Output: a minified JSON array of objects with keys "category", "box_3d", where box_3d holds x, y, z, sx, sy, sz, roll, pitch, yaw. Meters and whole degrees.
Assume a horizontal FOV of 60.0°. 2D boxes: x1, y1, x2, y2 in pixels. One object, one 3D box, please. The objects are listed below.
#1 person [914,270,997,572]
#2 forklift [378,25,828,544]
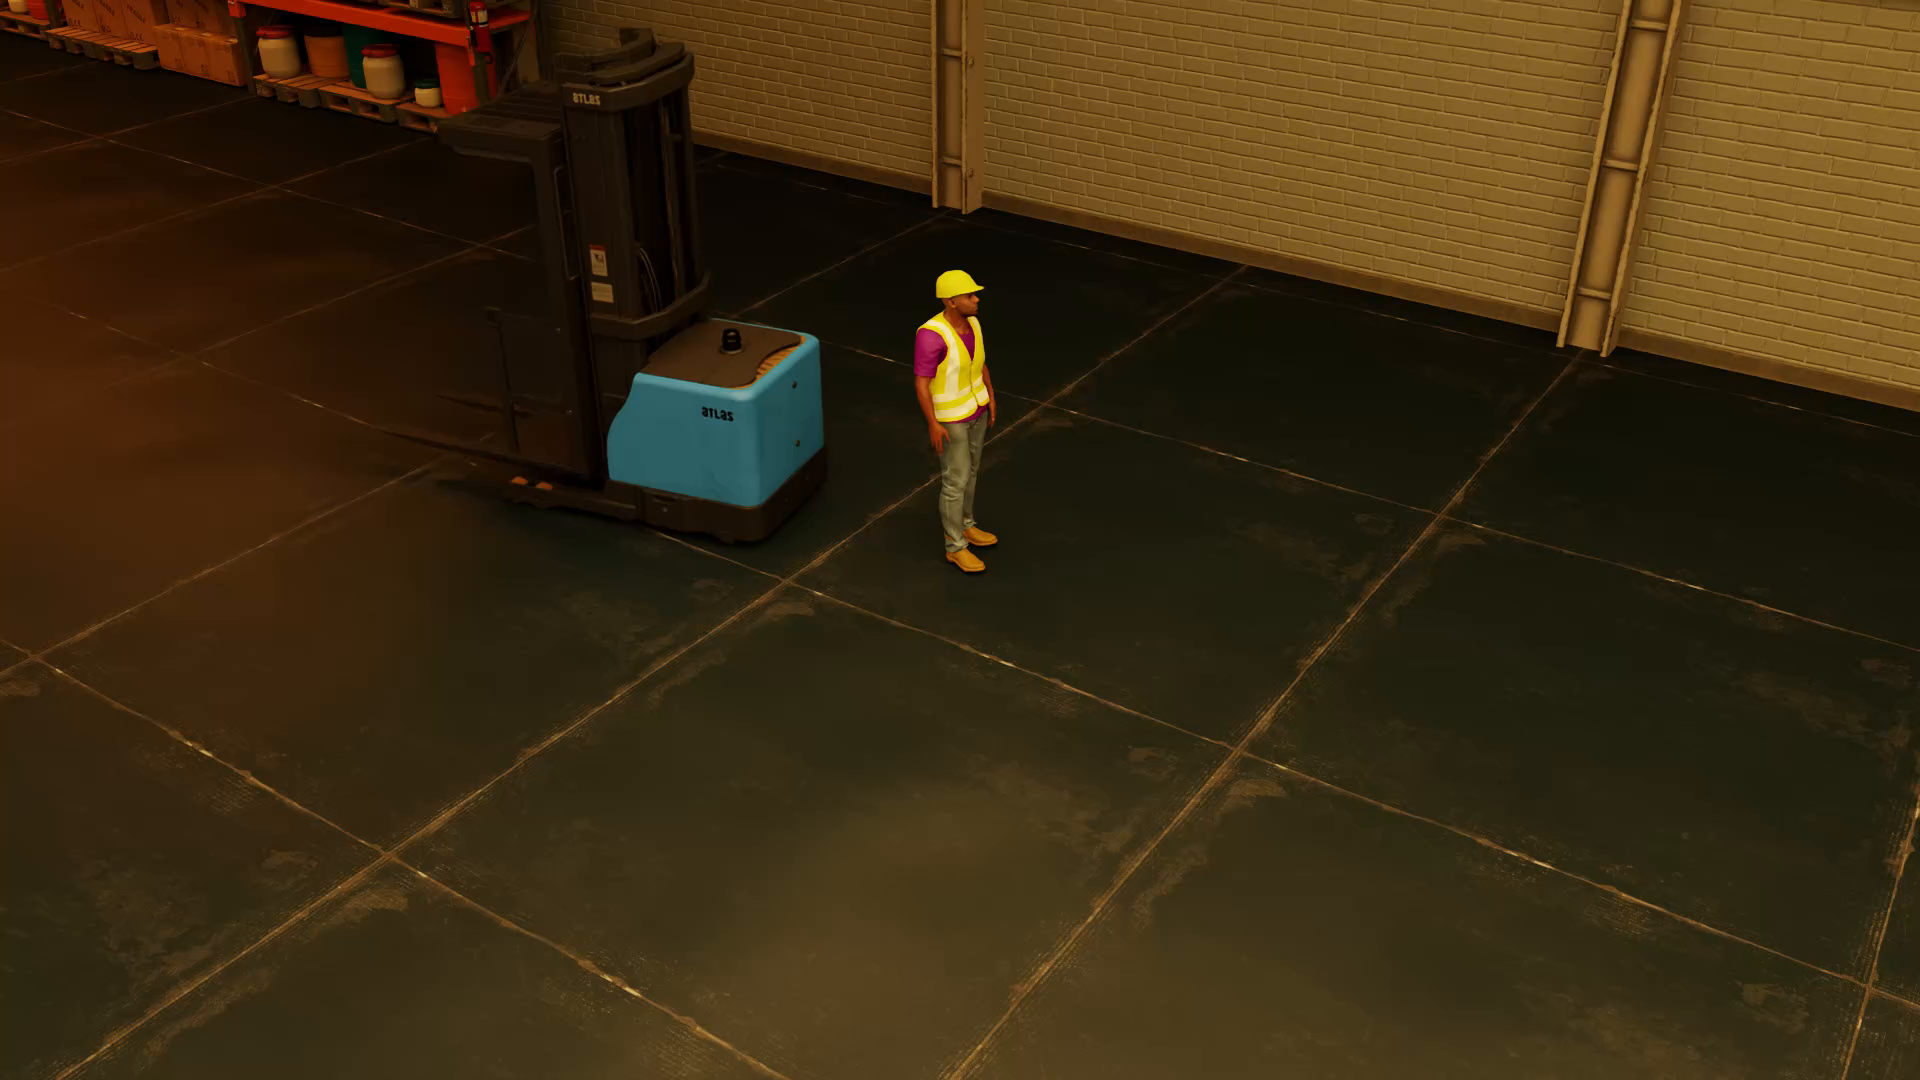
[{"category":"person","box_3d":[0.054,-0.748,10.015,0.577,1.765,0.666,19,35,29]},{"category":"forklift","box_3d":[-2.451,-1.707,10.520,3.031,2.935,1.130,11,32,19]}]
